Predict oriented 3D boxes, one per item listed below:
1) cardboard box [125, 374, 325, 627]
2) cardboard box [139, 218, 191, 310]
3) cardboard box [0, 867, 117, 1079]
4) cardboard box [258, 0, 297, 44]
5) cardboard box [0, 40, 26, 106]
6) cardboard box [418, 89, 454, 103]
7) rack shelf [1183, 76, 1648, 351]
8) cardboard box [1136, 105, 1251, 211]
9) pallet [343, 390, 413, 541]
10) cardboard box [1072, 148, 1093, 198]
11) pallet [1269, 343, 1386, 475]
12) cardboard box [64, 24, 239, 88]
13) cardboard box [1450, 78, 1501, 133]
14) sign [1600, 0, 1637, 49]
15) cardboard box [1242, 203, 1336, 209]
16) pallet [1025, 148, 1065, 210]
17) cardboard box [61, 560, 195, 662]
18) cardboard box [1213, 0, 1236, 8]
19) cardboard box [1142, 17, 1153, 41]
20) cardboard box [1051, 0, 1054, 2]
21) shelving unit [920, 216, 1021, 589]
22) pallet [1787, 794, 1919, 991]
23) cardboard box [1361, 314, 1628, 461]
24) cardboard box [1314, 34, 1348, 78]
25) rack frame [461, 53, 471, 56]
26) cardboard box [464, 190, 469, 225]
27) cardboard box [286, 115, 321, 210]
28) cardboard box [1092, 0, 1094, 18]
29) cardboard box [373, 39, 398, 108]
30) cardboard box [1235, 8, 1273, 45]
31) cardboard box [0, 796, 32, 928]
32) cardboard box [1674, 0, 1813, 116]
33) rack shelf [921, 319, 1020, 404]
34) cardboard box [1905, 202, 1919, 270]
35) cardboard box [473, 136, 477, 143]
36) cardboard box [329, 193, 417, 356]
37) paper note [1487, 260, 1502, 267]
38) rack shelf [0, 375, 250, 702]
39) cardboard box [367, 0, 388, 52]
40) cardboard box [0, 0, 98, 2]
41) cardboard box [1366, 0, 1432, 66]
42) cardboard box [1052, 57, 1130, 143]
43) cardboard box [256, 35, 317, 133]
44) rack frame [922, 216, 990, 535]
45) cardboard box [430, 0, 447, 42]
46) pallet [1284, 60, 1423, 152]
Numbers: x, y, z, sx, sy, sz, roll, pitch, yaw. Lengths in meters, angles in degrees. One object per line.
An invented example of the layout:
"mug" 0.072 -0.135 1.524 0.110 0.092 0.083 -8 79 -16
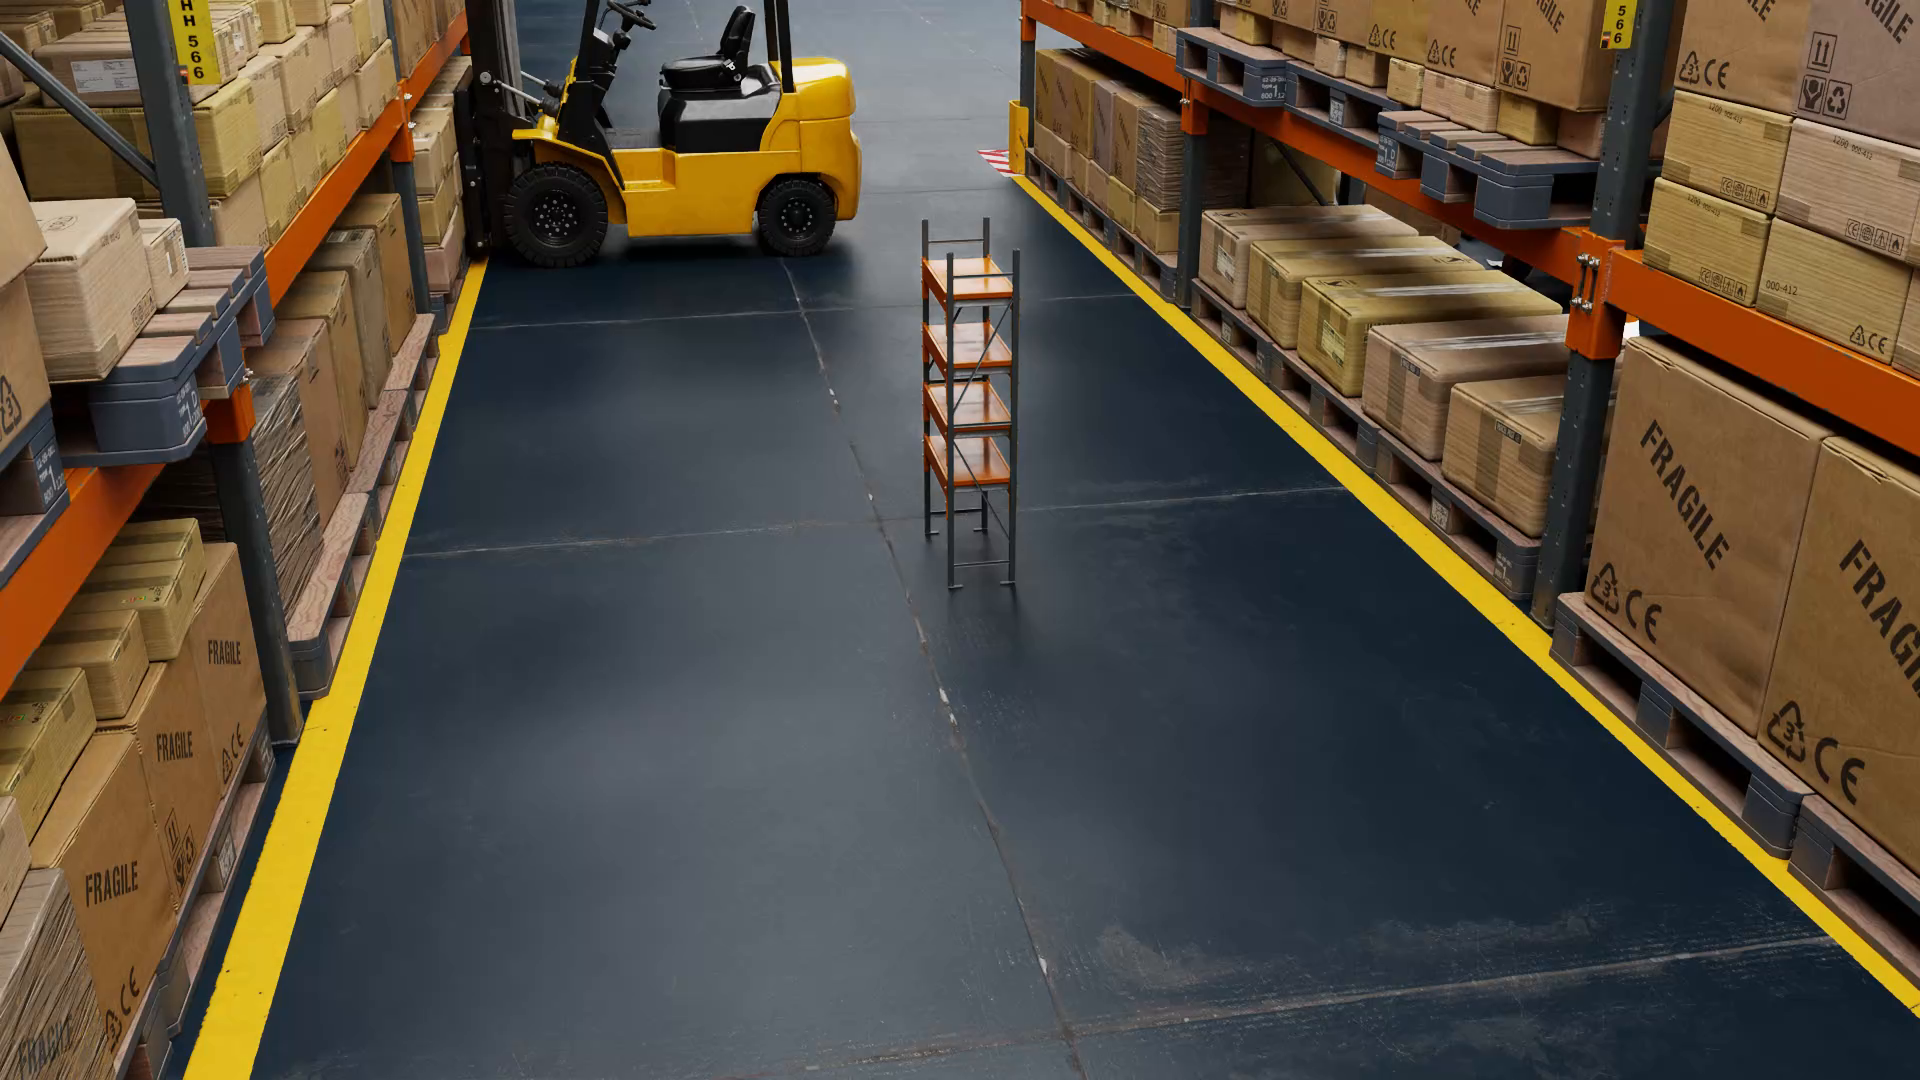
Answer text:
"cardboard box" -2.543 -0.107 5.190 0.875 0.625 0.625 -4 24 -8
"cardboard box" -1.943 -0.604 3.675 0.380 0.149 0.250 -4 24 -9
"cardboard box" -1.856 0.953 2.919 0.500 0.500 0.500 -5 24 -12
"cardboard box" -2.460 -1.754 5.583 0.380 0.149 0.250 -4 24 -9
"cardboard box" -2.700 -1.213 4.344 0.380 0.149 0.250 -4 24 -8
"cardboard box" -3.239 -2.538 9.975 0.500 0.250 0.500 -5 24 -11
"rack shelf" 2.067 -1.583 7.025 1.077 0.370 4.000 -4 24 -10
"cardboard box" 1.324 -2.188 9.485 0.500 0.500 0.500 -5 24 -10
"pallet" -2.777 -0.284 6.638 1.003 0.211 1.213 -4 24 -10
"cardboard box" 1.035 -2.452 11.027 0.500 0.250 0.500 -3 24 -6
"pallet" 2.071 -0.634 7.438 1.003 0.211 1.213 -4 24 -10
"cardboard box" -2.261 -1.352 4.662 0.380 0.149 0.250 -4 24 -9
"cardboard box" 1.933 -1.510 5.750 0.380 0.149 0.250 -5 24 -10
"sign" 1.905 -1.576 4.763 0.100 0.325 0.005 -4 24 -10
"cardboard box" 1.853 -1.883 9.725 0.500 0.250 0.500 -5 24 -12
"pallet" 1.087 -2.642 12.036 1.003 0.211 1.213 -4 24 -10
"cardboard box" -2.020 0.180 3.879 0.380 0.149 0.250 -6 24 -12
"cardboard box" 1.502 -2.868 8.048 0.500 0.500 0.500 -4 24 -8
"cardboard box" 1.281 -2.993 9.668 0.380 0.149 0.250 -5 24 -10
"cardboard box" 0.846 -3.800 11.516 0.380 0.149 0.250 -5 24 -11
"shelving unit" 0.031 -0.485 5.861 0.258 1.200 0.503 -4 24 -10
"pallet" 2.730 0.947 3.818 1.003 0.211 1.213 -4 24 -10
"cardboard box" 2.197 -0.626 6.695 0.950 0.372 0.625 -5 24 -11
"cardboard box" 1.702 -2.021 6.918 0.380 0.149 0.250 -3 24 -8
"rack frame" -3.920 -3.903 11.440 1.000 3.000 0.127 -4 24 -10
"cardboard box" -3.239 -2.078 10.171 0.500 0.250 0.500 -4 24 -8
"cardboard box" -2.473 -1.281 5.623 0.500 0.250 0.500 -5 24 -11
"cardboard box" 1.057 -3.392 10.582 0.380 0.149 0.250 -5 24 -11
"cardboard box" -2.830 -2.083 7.458 0.500 0.250 0.500 -4 24 -9
"cardboard box" 1.526 -2.437 7.870 0.380 0.149 0.250 -4 24 -9
"cardboard box" -1.883 0.598 2.921 0.380 0.149 0.250 -5 24 -12
"cardboard box" 2.287 -1.418 4.374 0.500 0.500 0.500 -5 24 -12
"rack shelf" 0.031 -0.628 5.798 0.258 0.148 0.480 -4 24 -10
"cardboard box" 2.462 -0.668 3.595 0.500 0.250 0.500 -4 24 -10
"cardboard box" -3.325 -2.497 10.506 0.500 0.250 0.500 -5 24 -11
"cardboard box" -3.073 -1.230 7.761 0.875 0.625 0.625 -3 24 -7
"paper note" 3.275 -1.673 10.043 0.148 0.019 0.142 -4 24 -10
"rack shelf" -2.071 0.360 2.578 1.077 0.370 4.000 -4 24 -10
"cardboard box" -2.839 -2.316 7.368 0.500 0.250 0.500 -5 24 -11
"cardboard box" -3.060 -1.706 5.473 0.380 0.149 0.250 -5 24 -11
"cardboard box" 1.878 -2.059 6.196 0.500 0.500 0.500 -6 24 -13
"cardboard box" 0.940 -2.996 11.336 0.500 0.500 0.500 -5 24 -12
"cardboard box" -2.453 -1.514 5.532 0.500 0.250 0.500 -5 24 -11
"rack frame" -0.014 -0.581 6.081 0.240 1.200 0.015 -4 24 -10
"cardboard box" -3.286 -3.172 9.640 0.500 0.500 0.500 -4 24 -9
"pallet" 2.030 -1.813 6.894 1.003 0.211 1.213 -4 24 -10
